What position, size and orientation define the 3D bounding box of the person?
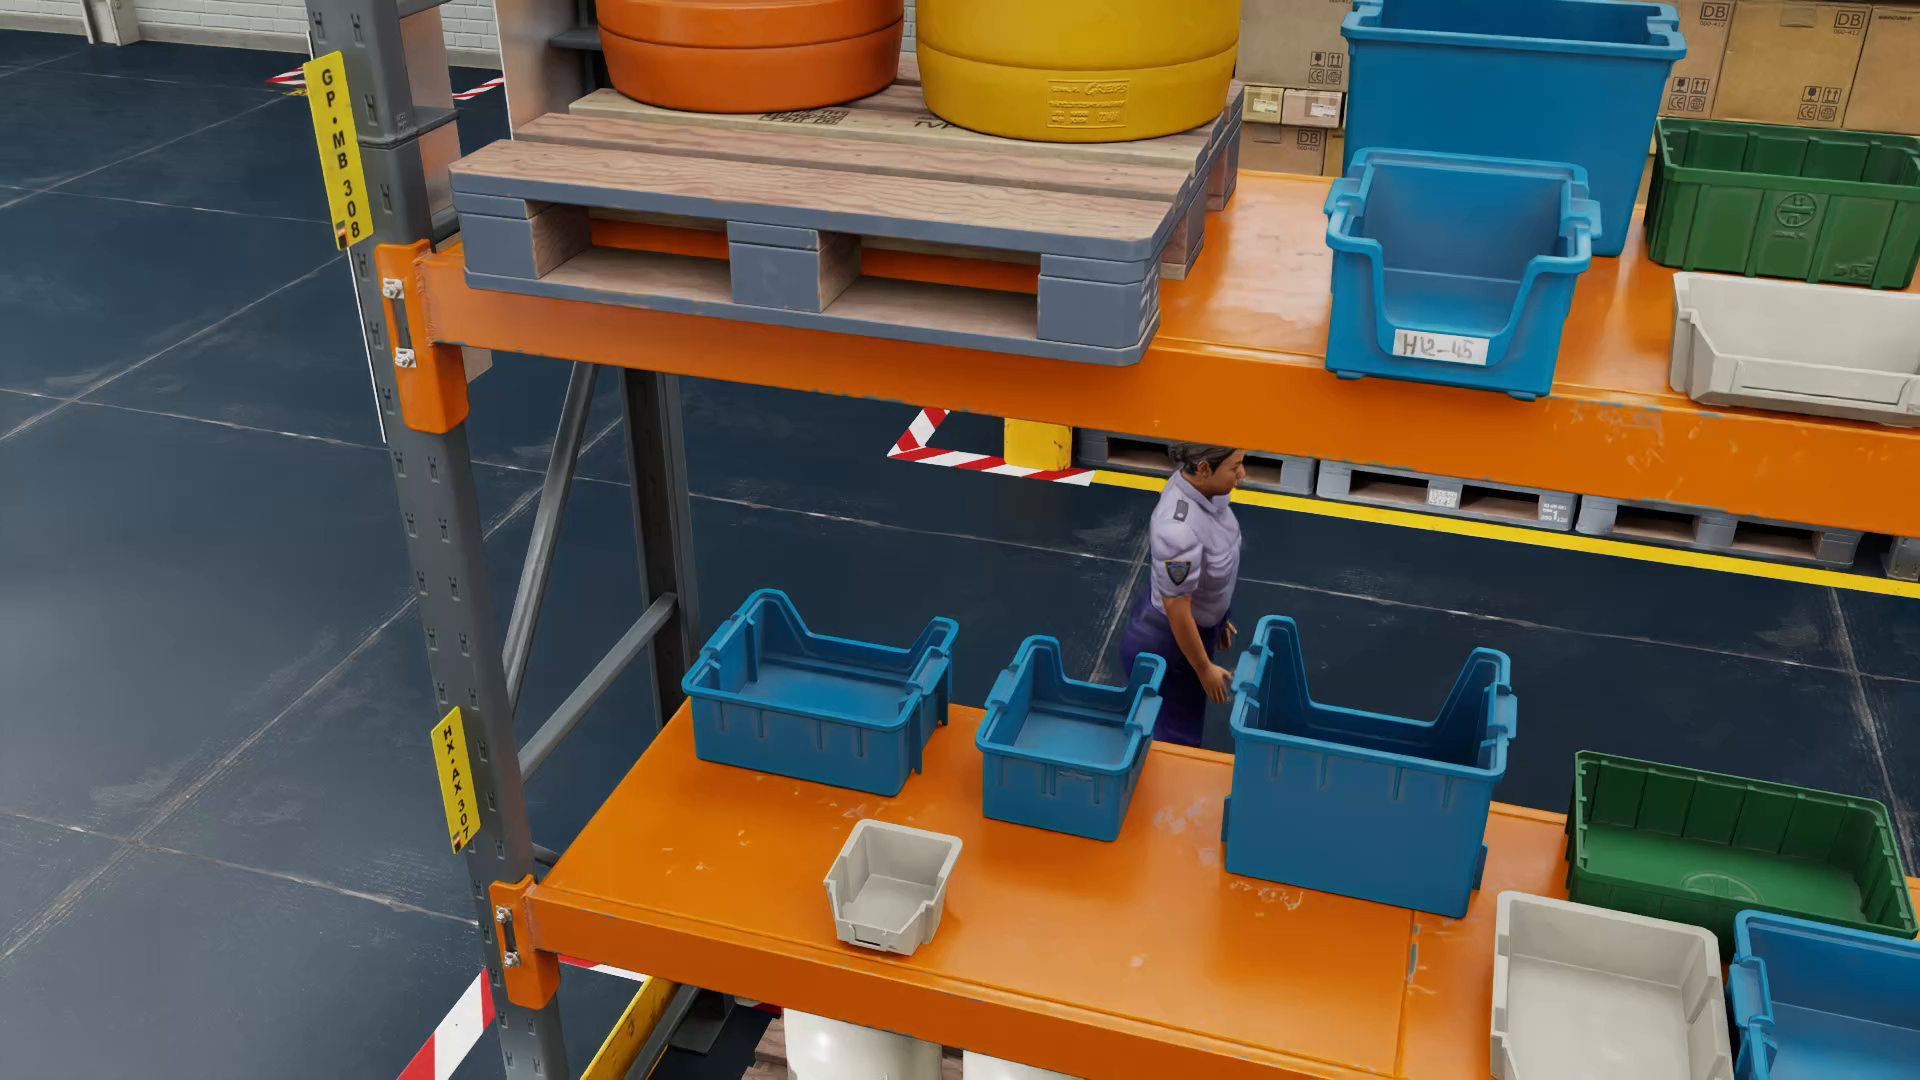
[{"bbox_3d":[0.751,0.435,5.613,0.616,1.421,0.533,9,31,15],"label":"person"}]
